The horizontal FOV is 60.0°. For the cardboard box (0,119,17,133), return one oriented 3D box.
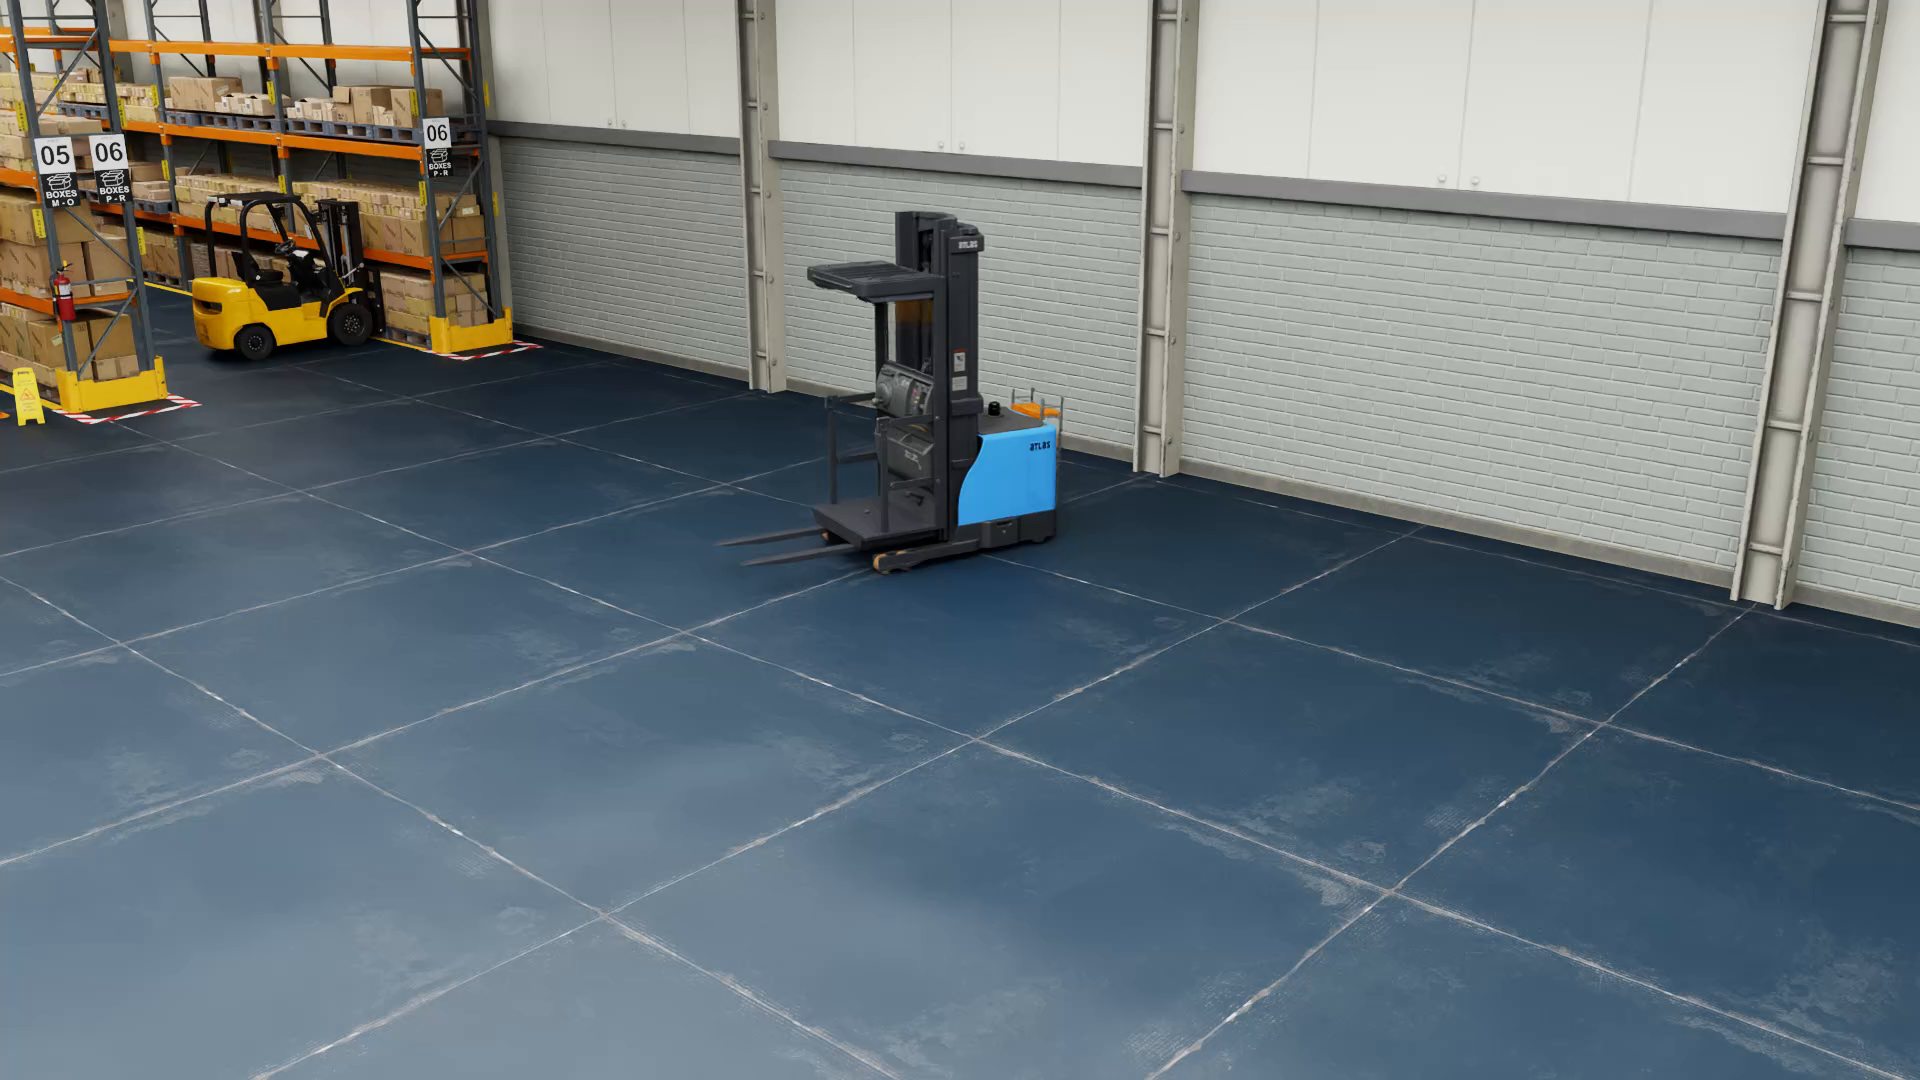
[{"bbox_3d":[-11.267,-4.949,19.887,0.250,0.149,0.380,15,23,40],"label":"cardboard box"}]

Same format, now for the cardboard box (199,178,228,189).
[{"bbox_3d":[-12.327,-5.896,27.492,0.250,0.149,0.380,15,23,40],"label":"cardboard box"}]

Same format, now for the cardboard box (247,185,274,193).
[{"bbox_3d":[-11.033,-5.522,26.314,0.250,0.149,0.380,14,22,38],"label":"cardboard box"}]

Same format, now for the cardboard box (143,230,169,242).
[{"bbox_3d":[-14.268,-5.402,29.540,0.250,0.149,0.380,15,23,38],"label":"cardboard box"}]

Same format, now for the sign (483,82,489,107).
[{"bbox_3d":[-6.627,-6.220,23.219,0.005,0.325,0.100,15,23,39],"label":"sign"}]

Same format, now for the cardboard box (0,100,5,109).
[{"bbox_3d":[-18.371,-8.442,32.211,0.250,0.149,0.380,16,23,40],"label":"cardboard box"}]

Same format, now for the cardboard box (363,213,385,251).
[{"bbox_3d":[-8.308,-4.508,24.192,0.500,0.500,0.500,14,23,38],"label":"cardboard box"}]

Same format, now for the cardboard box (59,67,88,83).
[{"bbox_3d":[-15.982,-8.379,29.975,0.258,0.266,0.396,15,23,39],"label":"cardboard box"}]

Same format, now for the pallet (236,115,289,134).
[{"bbox_3d":[-10.660,-6.528,26.079,1.217,0.209,0.805,14,22,37],"label":"pallet"}]

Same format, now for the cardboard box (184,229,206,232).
[{"bbox_3d":[-13.729,-5.478,29.780,0.250,0.149,0.380,14,22,37],"label":"cardboard box"}]

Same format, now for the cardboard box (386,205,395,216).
[{"bbox_3d":[-7.988,-4.738,23.844,0.250,0.149,0.380,15,23,39],"label":"cardboard box"}]

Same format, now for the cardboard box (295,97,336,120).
[{"bbox_3d":[-9.532,-6.428,24.736,0.500,0.311,0.500,16,23,40],"label":"cardboard box"}]

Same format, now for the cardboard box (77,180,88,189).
[{"bbox_3d":[-15.762,-6.721,30.472,0.500,0.500,0.700,16,23,41],"label":"cardboard box"}]

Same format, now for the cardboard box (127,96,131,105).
[{"bbox_3d":[-14.138,-7.600,28.729,0.250,0.149,0.380,15,23,40],"label":"cardboard box"}]

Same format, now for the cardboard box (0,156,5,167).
[{"bbox_3d":[-11.492,-4.615,20.152,0.250,0.149,0.380,15,23,39],"label":"cardboard box"}]

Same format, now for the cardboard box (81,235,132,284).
[{"bbox_3d":[-10.462,-3.435,20.321,0.500,0.500,0.500,15,23,38],"label":"cardboard box"}]

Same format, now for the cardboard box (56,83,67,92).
[{"bbox_3d":[-16.043,-8.162,29.976,0.250,0.149,0.380,16,24,41],"label":"cardboard box"}]

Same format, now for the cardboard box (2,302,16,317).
[{"bbox_3d":[-11.766,-2.909,20.859,0.250,0.149,0.380,16,24,42],"label":"cardboard box"}]

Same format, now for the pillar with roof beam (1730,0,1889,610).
[{"bbox_3d":[3.683,-2.827,9.143,0.400,9.000,9.100,15,23,39],"label":"pillar with roof beam"}]

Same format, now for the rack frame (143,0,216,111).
[{"bbox_3d":[-12.984,-8.678,27.578,0.127,3.000,1.000,15,23,39],"label":"rack frame"}]

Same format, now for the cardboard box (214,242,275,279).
[{"bbox_3d":[-12.033,-4.629,27.969,0.625,0.625,0.875,16,24,41],"label":"cardboard box"}]

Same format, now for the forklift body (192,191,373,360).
[{"bbox_3d":[-9.630,-3.775,23.452,1.214,2.155,2.313,15,23,39],"label":"forklift body"}]

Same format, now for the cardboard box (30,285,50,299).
[{"bbox_3d":[-10.977,-3.021,20.087,0.250,0.149,0.380,15,23,39],"label":"cardboard box"}]

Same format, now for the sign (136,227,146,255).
[{"bbox_3d":[-9.932,-3.624,20.140,0.005,0.325,0.100,15,23,39],"label":"sign"}]

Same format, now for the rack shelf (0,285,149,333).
[{"bbox_3d":[-11.788,-3.147,21.258,4.000,0.370,1.077,15,23,39],"label":"rack shelf"}]

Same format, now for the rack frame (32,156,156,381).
[{"bbox_3d":[-10.292,-3.088,19.884,0.127,3.000,1.000,15,23,39],"label":"rack frame"}]

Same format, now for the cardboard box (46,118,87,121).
[{"bbox_3d":[-10.768,-5.007,20.068,0.250,0.149,0.380,15,23,39],"label":"cardboard box"}]

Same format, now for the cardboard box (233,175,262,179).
[{"bbox_3d":[-11.953,-6.029,27.912,0.250,0.149,0.380,14,23,38],"label":"cardboard box"}]

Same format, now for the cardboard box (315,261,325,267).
[{"bbox_3d":[-9.463,-4.108,25.296,0.500,0.250,0.500,15,23,39],"label":"cardboard box"}]

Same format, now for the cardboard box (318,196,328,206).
[{"bbox_3d":[-9.385,-5.084,24.936,0.250,0.149,0.380,16,23,40],"label":"cardboard box"}]

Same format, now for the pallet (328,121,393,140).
[{"bbox_3d":[-8.429,-5.992,24.222,1.213,0.211,1.003,15,23,39],"label":"pallet"}]

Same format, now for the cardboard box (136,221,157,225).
[{"bbox_3d":[-15.121,-5.832,30.895,0.250,0.149,0.380,15,23,40],"label":"cardboard box"}]

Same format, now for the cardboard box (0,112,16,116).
[{"bbox_3d":[-12.113,-5.361,21.185,0.250,0.149,0.380,14,23,38],"label":"cardboard box"}]

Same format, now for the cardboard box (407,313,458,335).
[{"bbox_3d":[-7.562,-3.124,23.849,0.500,0.250,0.500,15,23,40],"label":"cardboard box"}]

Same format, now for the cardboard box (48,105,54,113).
[{"bbox_3d":[-16.622,-7.987,30.775,0.250,0.149,0.380,15,23,39],"label":"cardboard box"}]

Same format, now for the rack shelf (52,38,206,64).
[{"bbox_3d":[-14.480,-8.546,29.013,4.000,0.370,1.077,15,23,39],"label":"rack shelf"}]

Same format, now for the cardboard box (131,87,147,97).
[{"bbox_3d":[-13.959,-7.690,28.521,0.250,0.149,0.380,15,23,38],"label":"cardboard box"}]

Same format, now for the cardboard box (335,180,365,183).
[{"bbox_3d":[-9.393,-5.458,25.622,0.250,0.149,0.380,14,23,38],"label":"cardboard box"}]

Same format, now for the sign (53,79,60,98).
[{"bbox_3d":[-16.330,-8.173,30.093,0.005,0.325,0.100,15,23,39],"label":"sign"}]

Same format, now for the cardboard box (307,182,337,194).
[{"bbox_3d":[-9.683,-5.354,25.295,0.250,0.149,0.380,15,23,40],"label":"cardboard box"}]

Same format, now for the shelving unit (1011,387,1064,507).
[{"bbox_3d":[0.695,-0.787,15.585,0.258,1.200,0.503,-7,19,-31],"label":"shelving unit"}]

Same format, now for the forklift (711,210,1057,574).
[{"bbox_3d":[-0.658,-1.291,14.333,3.031,2.935,1.130,-10,20,-29],"label":"forklift"}]

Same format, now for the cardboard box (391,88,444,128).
[{"bbox_3d":[-7.493,-5.971,22.983,0.500,0.500,0.500,16,24,41],"label":"cardboard box"}]

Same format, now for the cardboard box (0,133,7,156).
[{"bbox_3d":[-11.220,-4.734,19.868,0.500,0.250,0.500,15,23,39],"label":"cardboard box"}]

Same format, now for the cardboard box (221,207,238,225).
[{"bbox_3d":[-11.665,-5.294,27.082,0.500,0.250,0.500,16,24,41],"label":"cardboard box"}]

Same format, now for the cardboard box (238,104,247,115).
[{"bbox_3d":[-11.016,-6.725,25.940,0.250,0.149,0.380,15,23,39],"label":"cardboard box"}]

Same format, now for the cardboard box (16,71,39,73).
[{"bbox_3d":[-18.450,-9.137,32.913,0.500,0.250,0.500,14,22,38],"label":"cardboard box"}]

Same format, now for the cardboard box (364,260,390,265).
[{"bbox_3d":[-8.737,-4.123,25.344,0.500,0.250,0.500,15,23,40],"label":"cardboard box"}]

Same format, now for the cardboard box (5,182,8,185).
[{"bbox_3d":[-18.904,-7.177,33.182,0.250,0.149,0.380,15,23,39],"label":"cardboard box"}]

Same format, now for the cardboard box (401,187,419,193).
[{"bbox_3d":[-8.010,-5.112,24.530,0.250,0.149,0.380,14,23,38],"label":"cardboard box"}]

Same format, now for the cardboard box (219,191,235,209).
[{"bbox_3d":[-11.662,-5.534,27.011,0.500,0.250,0.500,15,23,40],"label":"cardboard box"}]

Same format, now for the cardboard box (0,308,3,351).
[{"bbox_3d":[-12.227,-2.749,21.428,0.500,0.500,0.500,17,24,42],"label":"cardboard box"}]

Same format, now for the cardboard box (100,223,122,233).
[{"bbox_3d":[-15.626,-5.769,30.696,0.250,0.149,0.380,14,23,38],"label":"cardboard box"}]

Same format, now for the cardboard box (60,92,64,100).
[{"bbox_3d":[-16.016,-8.029,30.050,0.250,0.149,0.380,15,23,40],"label":"cardboard box"}]

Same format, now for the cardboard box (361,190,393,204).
[{"bbox_3d":[-8.429,-4.968,24.079,0.250,0.149,0.380,16,23,40],"label":"cardboard box"}]

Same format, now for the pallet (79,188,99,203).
[{"bbox_3d":[-15.450,-6.345,30.462,1.213,0.211,1.003,15,23,39],"label":"pallet"}]
